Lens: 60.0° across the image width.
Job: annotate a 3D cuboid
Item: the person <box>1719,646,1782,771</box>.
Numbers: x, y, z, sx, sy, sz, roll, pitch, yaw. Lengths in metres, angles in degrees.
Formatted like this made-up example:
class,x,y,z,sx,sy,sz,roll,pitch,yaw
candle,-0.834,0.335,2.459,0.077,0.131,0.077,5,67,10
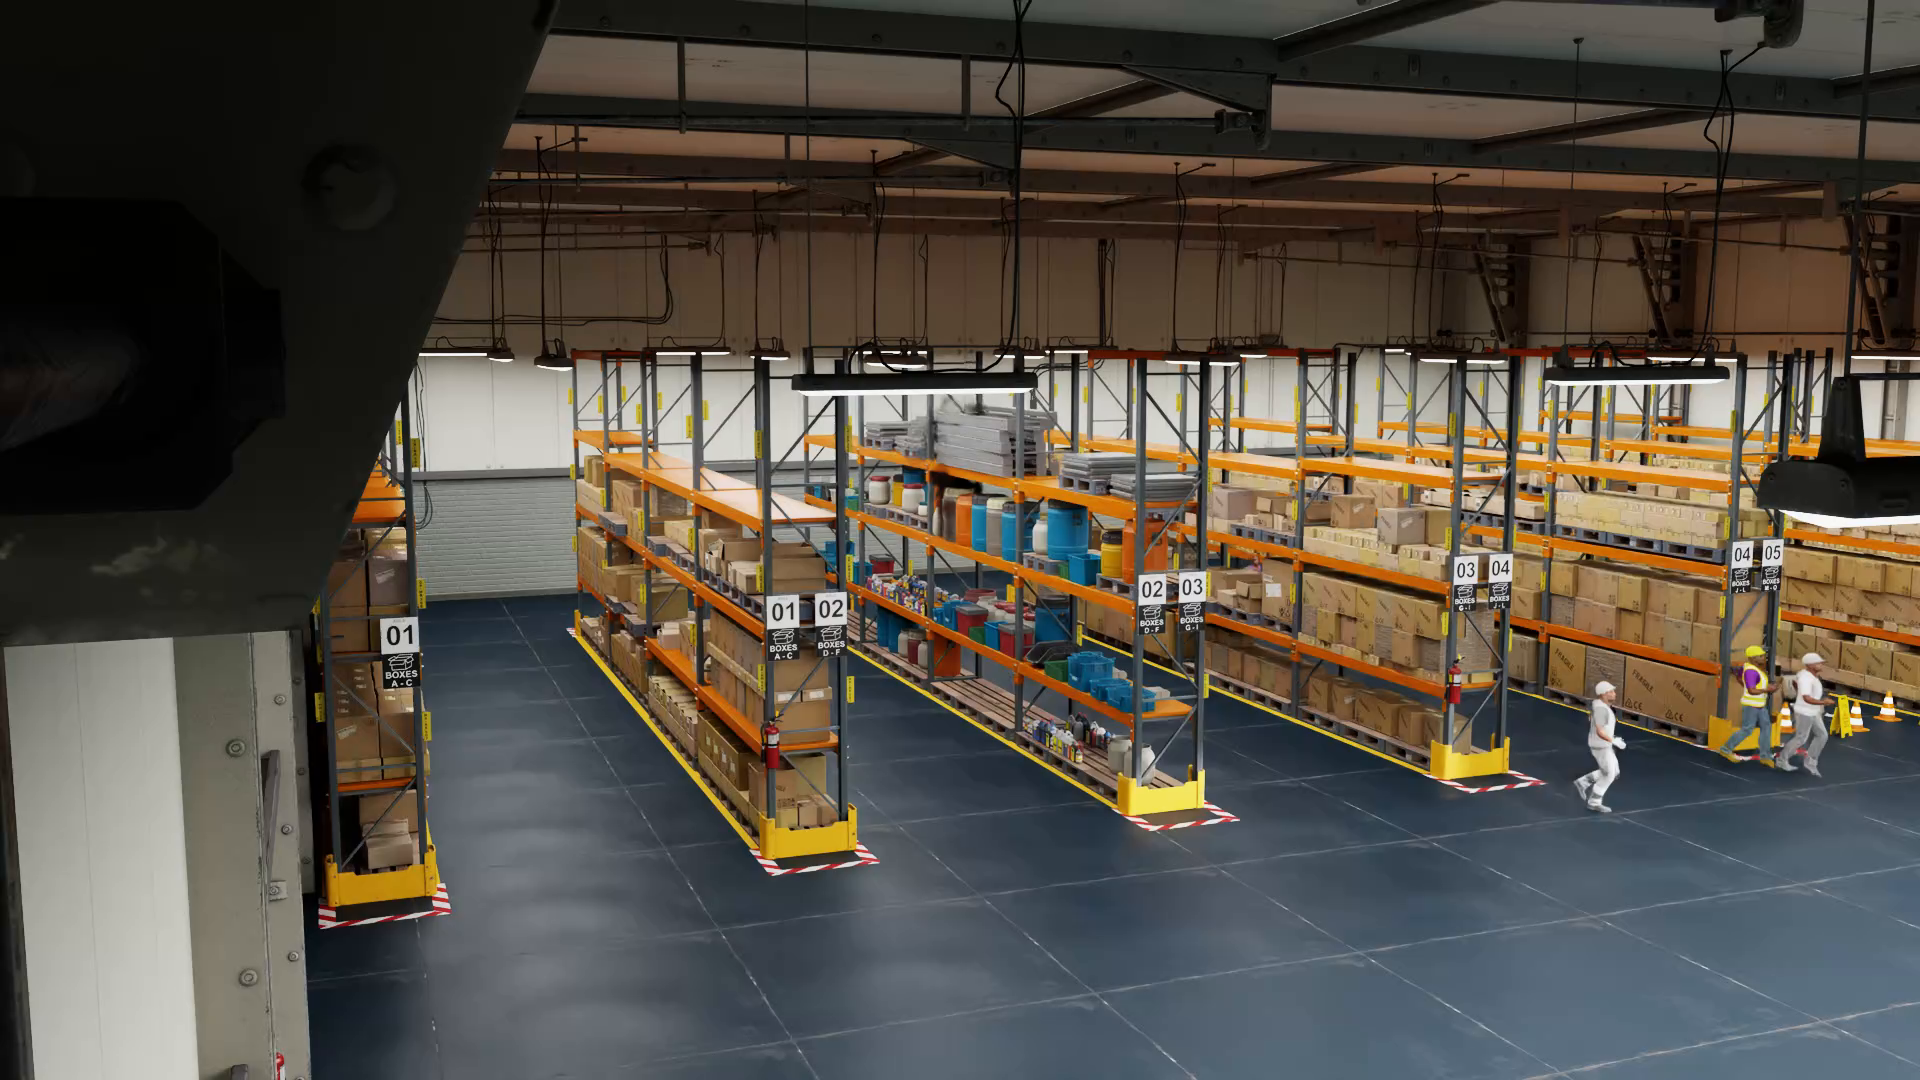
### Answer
class,x,y,z,sx,sy,sz,roll,pitch,yaw
person,11.547,2.434,24.206,0.833,1.809,0.679,5,9,36

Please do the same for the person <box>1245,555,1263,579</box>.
class,x,y,z,sx,sy,sz,roll,pitch,yaw
person,6.372,1.102,35.832,0.519,1.567,0.563,-3,8,-21

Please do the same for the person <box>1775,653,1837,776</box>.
class,x,y,z,sx,sy,sz,roll,pitch,yaw
person,12.152,2.517,23.835,0.744,1.833,0.718,5,9,36

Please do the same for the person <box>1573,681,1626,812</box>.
class,x,y,z,sx,sy,sz,roll,pitch,yaw
person,8.504,2.734,22.090,0.623,1.748,0.697,3,8,20
